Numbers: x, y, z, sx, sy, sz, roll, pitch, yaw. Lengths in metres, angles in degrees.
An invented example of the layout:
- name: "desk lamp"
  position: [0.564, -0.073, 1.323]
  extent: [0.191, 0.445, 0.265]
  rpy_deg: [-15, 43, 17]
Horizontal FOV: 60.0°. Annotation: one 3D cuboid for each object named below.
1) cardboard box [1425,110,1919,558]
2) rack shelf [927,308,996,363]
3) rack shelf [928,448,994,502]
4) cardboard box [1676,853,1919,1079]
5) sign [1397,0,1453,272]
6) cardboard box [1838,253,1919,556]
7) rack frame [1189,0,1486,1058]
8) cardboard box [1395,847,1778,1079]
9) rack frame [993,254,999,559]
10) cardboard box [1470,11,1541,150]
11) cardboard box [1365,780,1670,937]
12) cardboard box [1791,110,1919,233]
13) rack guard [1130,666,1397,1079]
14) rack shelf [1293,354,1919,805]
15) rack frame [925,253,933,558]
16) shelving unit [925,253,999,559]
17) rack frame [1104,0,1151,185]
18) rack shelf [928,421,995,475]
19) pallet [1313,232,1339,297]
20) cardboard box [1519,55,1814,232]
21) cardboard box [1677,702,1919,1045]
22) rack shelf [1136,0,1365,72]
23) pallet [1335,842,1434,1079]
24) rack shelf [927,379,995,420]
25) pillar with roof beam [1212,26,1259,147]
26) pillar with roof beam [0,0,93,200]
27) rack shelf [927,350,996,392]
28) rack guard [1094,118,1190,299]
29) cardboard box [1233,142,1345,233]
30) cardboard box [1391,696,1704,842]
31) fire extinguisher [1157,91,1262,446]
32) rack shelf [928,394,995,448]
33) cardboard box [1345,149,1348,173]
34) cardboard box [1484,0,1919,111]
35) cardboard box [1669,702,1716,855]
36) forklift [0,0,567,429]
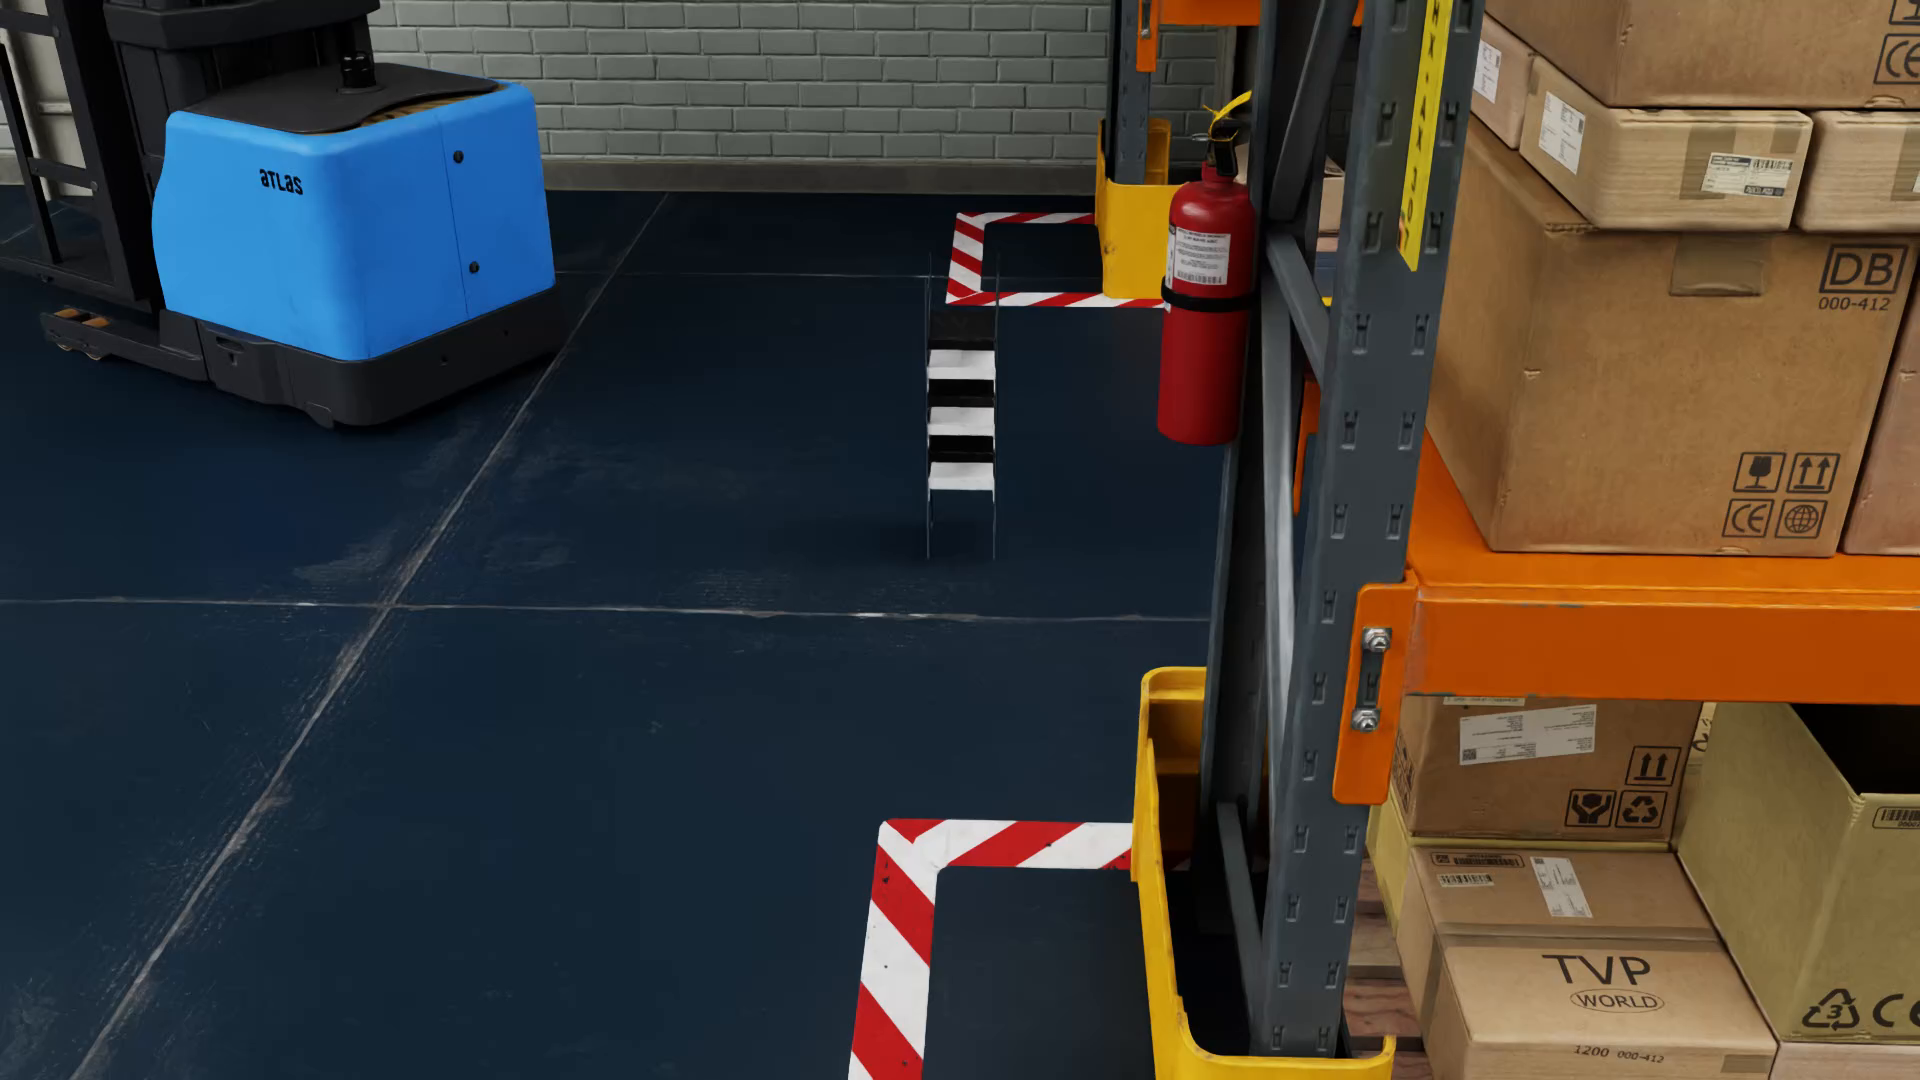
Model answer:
- name: "cardboard box"
  position: [1.037, -0.360, 2.619]
  extent: [0.500, 0.500, 0.700]
  rpy_deg: [1, 28, 2]
- name: "rack shelf"
  position: [0.008, -0.607, 4.928]
  extent: [0.200, 0.077, 0.258]
  rpy_deg: [1, 28, 2]
- name: "rack shelf"
  position: [0.008, -0.209, 5.139]
  extent: [0.200, 0.077, 0.258]
  rpy_deg: [1, 28, 2]
- name: "cardboard box"
  position: [1.599, 0.820, 2.988]
  extent: [0.500, 0.250, 0.500]
  rpy_deg: [1, 28, 2]
- name: "sign"
  position: [0.546, -0.487, 1.957]
  extent: [0.005, 0.325, 0.100]
  rpy_deg: [1, 28, 2]
- name: "cardboard box"
  position: [1.562, -0.353, 2.607]
  extent: [0.500, 0.500, 0.700]
  rpy_deg: [2, 28, 3]
- name: "rack frame"
  position: [0.571, -0.329, 2.668]
  extent: [0.127, 3.000, 1.000]
  rpy_deg: [1, 28, 2]
- name: "cardboard box"
  position: [1.099, 0.813, 3.001]
  extent: [0.500, 0.250, 0.500]
  rpy_deg: [1, 28, 2]
- name: "rack frame"
  position: [0.110, -0.396, 5.036]
  extent: [0.006, 0.900, 0.240]
  rpy_deg: [1, 28, 2]
- name: "cardboard box"
  position: [0.960, -0.743, 2.649]
  extent: [0.250, 0.149, 0.380]
  rpy_deg: [0, 28, 1]
- name: "cardboard box"
  position: [1.118, 0.571, 3.458]
  extent: [0.500, 0.250, 0.500]
  rpy_deg: [1, 28, 2]
- name: "cardboard box"
  position: [1.220, -0.549, 2.285]
  extent: [0.250, 0.149, 0.380]
  rpy_deg: [0, 28, 0]
- name: "rack guard"
  position: [0.547, 0.775, 3.254]
  extent: [0.348, 0.500, 1.175]
  rpy_deg: [1, 28, 2]
- name: "rack shelf"
  position: [2.570, 0.022, 2.774]
  extent: [4.000, 0.370, 1.077]
  rpy_deg: [1, 28, 2]
- name: "rack frame"
  position: [-0.093, -0.399, 5.042]
  extent: [0.006, 0.900, 0.240]
  rpy_deg: [1, 28, 2]
- name: "shelving unit"
  position: [0.008, -0.397, 5.039]
  extent: [0.210, 0.900, 0.258]
  rpy_deg: [1, 28, 2]
- name: "rack frame"
  position: [0.742, -2.648, 7.042]
  extent: [0.127, 3.000, 1.000]
  rpy_deg: [1, 28, 2]
- name: "rack shelf"
  position: [0.008, -0.288, 5.097]
  extent: [0.200, 0.077, 0.258]
  rpy_deg: [1, 28, 2]
- name: "pallet"
  position: [1.629, -1.385, 7.637]
  extent: [1.213, 0.211, 1.003]
  rpy_deg: [1, 28, 2]
- name: "cardboard box"
  position: [0.956, -0.553, 2.290]
  extent: [0.250, 0.149, 0.380]
  rpy_deg: [1, 28, 1]
- name: "cardboard box"
  position: [1.599, 0.489, 2.811]
  extent: [0.500, 0.500, 0.500]
  rpy_deg: [1, 28, 2]
- name: "rack shelf"
  position: [2.741, -2.297, 7.148]
  extent: [4.000, 0.370, 1.077]
  rpy_deg: [1, 28, 2]
- name: "pallet"
  position: [1.337, 0.896, 3.334]
  extent: [1.213, 0.211, 1.003]
  rpy_deg: [1, 28, 2]
- name: "rack shelf"
  position: [0.008, -0.448, 5.012]
  extent: [0.200, 0.077, 0.258]
  rpy_deg: [1, 28, 2]
- name: "pillar with roof beam"
  position: [1.320, -3.677, 2.578]
  extent: [0.400, 9.000, 9.100]
  rpy_deg: [1, 28, 2]
- name: "pillar with roof beam"
  position: [-4.676, -3.776, 2.765]
  extent: [0.400, 9.000, 9.100]
  rpy_deg: [1, 28, 2]
- name: "rack shelf"
  position: [0.008, -0.527, 4.970]
  extent: [0.200, 0.077, 0.258]
  rpy_deg: [1, 28, 2]
- name: "rack guard"
  position: [0.818, -1.542, 7.625]
  extent: [0.348, 0.500, 1.175]
  rpy_deg: [1, 28, 2]
- name: "cardboard box"
  position: [1.431, -1.601, 7.468]
  extent: [0.500, 0.311, 0.500]
  rpy_deg: [-2, 28, -4]
- name: "cardboard box"
  position: [1.118, 0.238, 3.284]
  extent: [0.500, 0.500, 0.500]
  rpy_deg: [1, 28, 2]
- name: "fire extinguisher"
  position: [0.469, -0.514, 3.100]
  extent: [0.183, 0.674, 0.296]
  rpy_deg: [1, 28, 2]
- name: "rack shelf"
  position: [0.008, -0.368, 5.055]
  extent: [0.200, 0.077, 0.258]
  rpy_deg: [1, 28, 2]
- name: "cardboard box"
  position: [2.000, -1.591, 7.450]
  extent: [0.500, 0.311, 0.500]
  rpy_deg: [3, 28, 6]
- name: "cardboard box"
  position: [1.090, -0.932, 2.313]
  extent: [0.500, 0.500, 0.700]
  rpy_deg: [1, 28, 2]
- name: "cardboard box"
  position: [1.618, 0.573, 3.453]
  extent: [0.500, 0.250, 0.500]
  rpy_deg: [1, 28, 2]
- name: "forklift"
  position: [-3.076, -2.198, 6.267]
  extent: [3.031, 2.935, 1.130]
  rpy_deg: [16, 32, 28]
